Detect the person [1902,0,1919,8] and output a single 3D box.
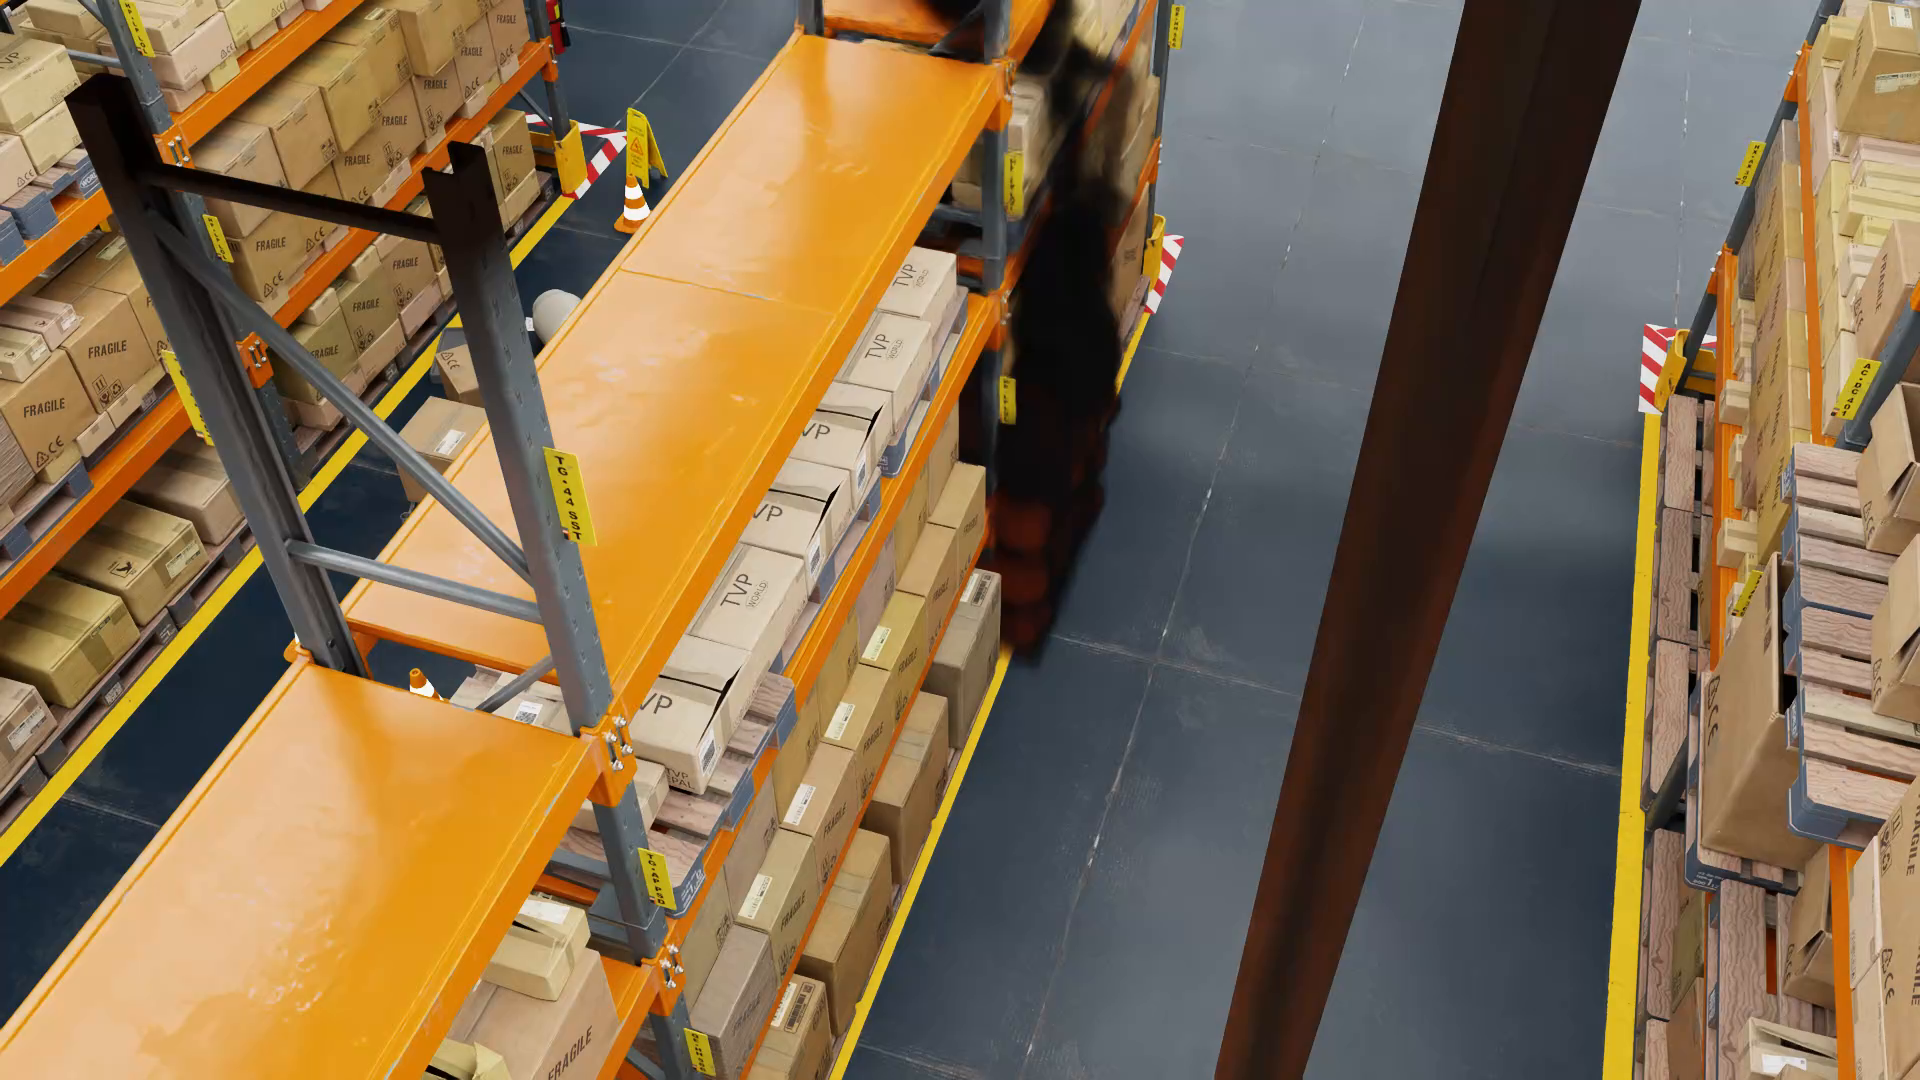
[{"bbox_3d":[7.792,-4.017,13.919,0.614,1.637,0.552,-35,55,-29],"label":"person"}]
